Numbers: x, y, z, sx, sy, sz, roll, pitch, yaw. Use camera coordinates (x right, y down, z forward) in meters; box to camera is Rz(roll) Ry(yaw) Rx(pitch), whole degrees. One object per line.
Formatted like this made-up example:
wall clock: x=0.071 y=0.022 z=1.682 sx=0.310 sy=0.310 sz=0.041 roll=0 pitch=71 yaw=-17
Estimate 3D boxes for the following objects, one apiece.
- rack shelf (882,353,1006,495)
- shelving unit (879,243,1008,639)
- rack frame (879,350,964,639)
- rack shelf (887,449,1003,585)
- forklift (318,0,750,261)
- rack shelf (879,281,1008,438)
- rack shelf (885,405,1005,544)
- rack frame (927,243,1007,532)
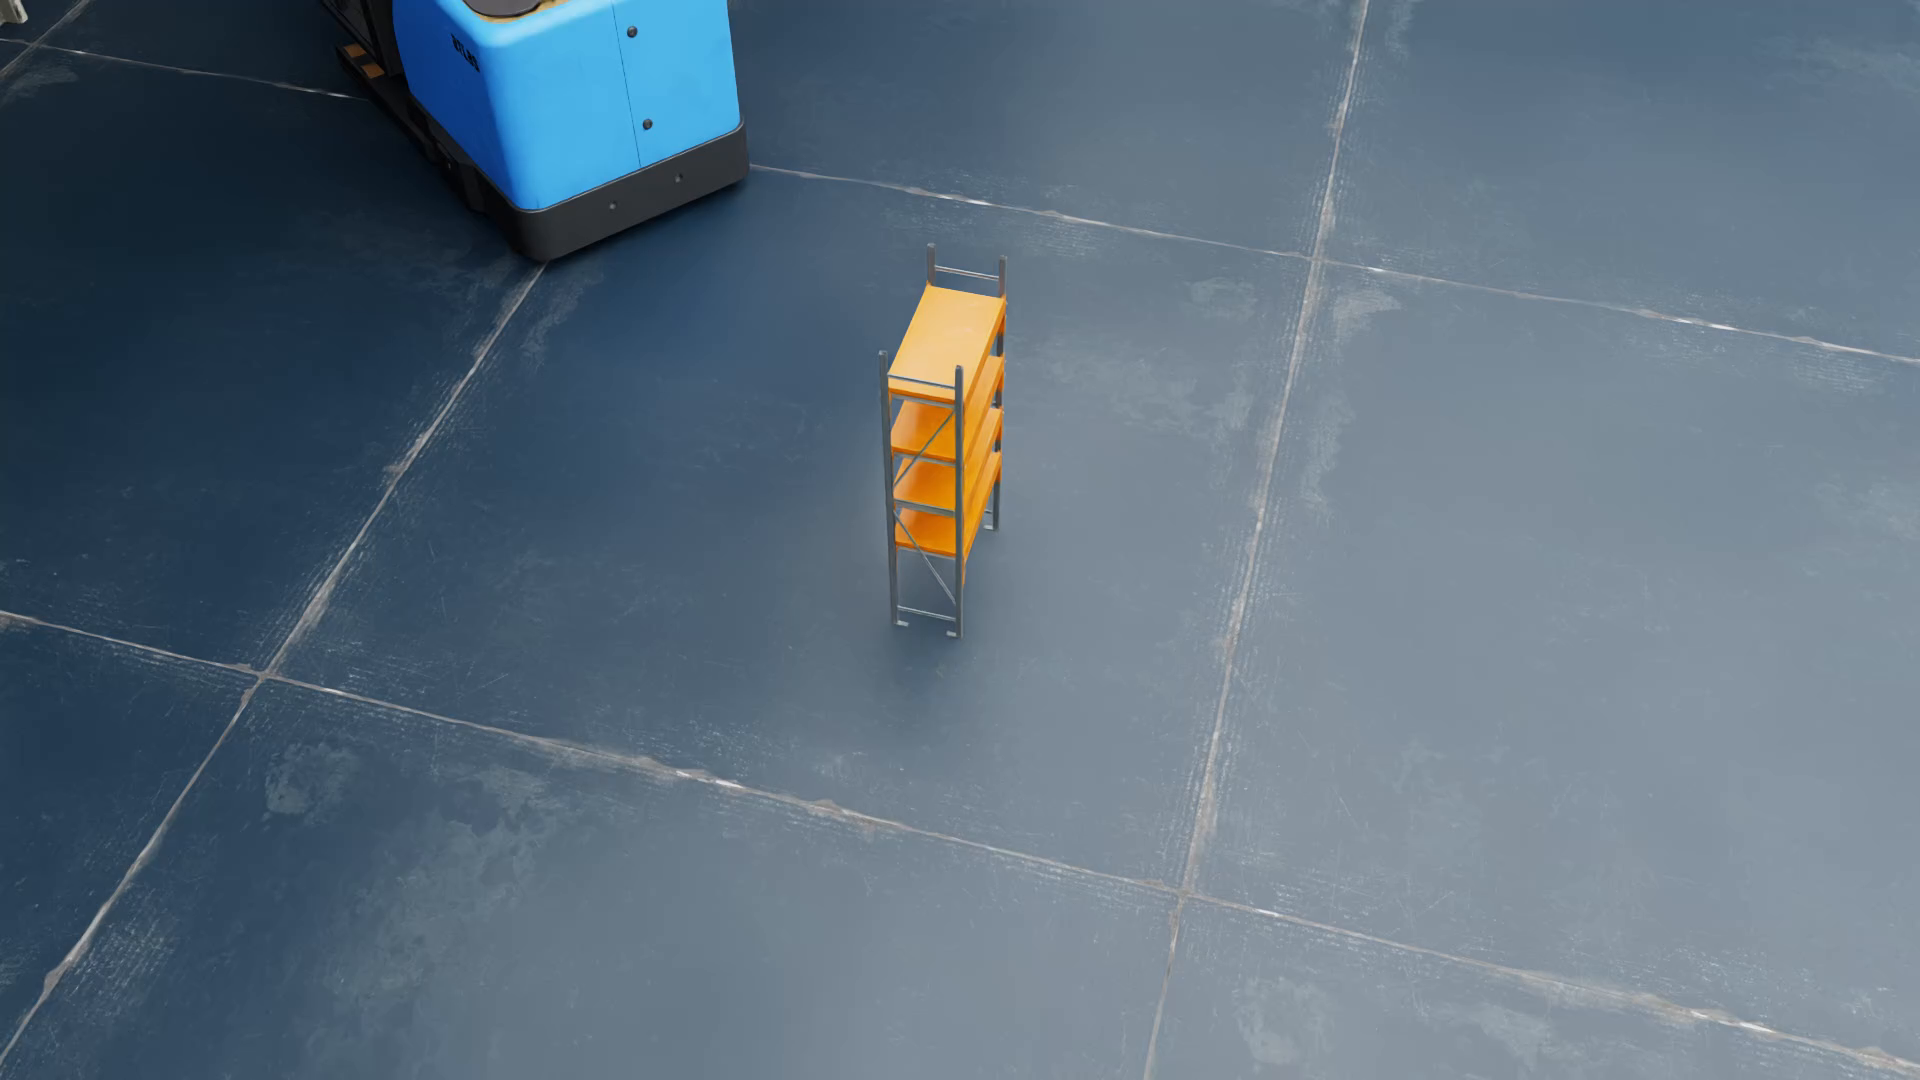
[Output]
rack shelf: x=-0.044 y=-0.381 z=5.077 sx=0.258 sy=0.148 sz=0.480 roll=12 pitch=50 yaw=10
shelving unit: x=-0.044 y=-0.277 z=5.194 sx=0.258 sy=1.200 sz=0.503 roll=12 pitch=50 yaw=10
rack frame: x=-0.108 y=-0.101 z=5.039 sx=0.240 sy=1.200 sz=0.015 roll=12 pitch=50 yaw=10
rack shelf: x=-0.044 y=-0.101 z=5.394 sx=0.258 sy=0.148 sz=0.480 roll=12 pitch=50 yaw=10
forklift: x=-2.175 y=-3.149 z=6.575 sx=1.130 sy=2.935 sz=3.031 roll=-29 pitch=55 yaw=-23
rack shelf: x=-0.044 y=-0.537 z=4.900 sx=0.258 sy=0.148 sz=0.480 roll=12 pitch=50 yaw=10
rack shelf: x=-0.044 y=-0.233 z=5.245 sx=0.258 sy=0.148 sz=0.480 roll=12 pitch=50 yaw=10
rack frame: x=0.021 y=-0.454 z=5.350 sx=0.240 sy=1.200 sz=0.015 roll=12 pitch=50 yaw=10
